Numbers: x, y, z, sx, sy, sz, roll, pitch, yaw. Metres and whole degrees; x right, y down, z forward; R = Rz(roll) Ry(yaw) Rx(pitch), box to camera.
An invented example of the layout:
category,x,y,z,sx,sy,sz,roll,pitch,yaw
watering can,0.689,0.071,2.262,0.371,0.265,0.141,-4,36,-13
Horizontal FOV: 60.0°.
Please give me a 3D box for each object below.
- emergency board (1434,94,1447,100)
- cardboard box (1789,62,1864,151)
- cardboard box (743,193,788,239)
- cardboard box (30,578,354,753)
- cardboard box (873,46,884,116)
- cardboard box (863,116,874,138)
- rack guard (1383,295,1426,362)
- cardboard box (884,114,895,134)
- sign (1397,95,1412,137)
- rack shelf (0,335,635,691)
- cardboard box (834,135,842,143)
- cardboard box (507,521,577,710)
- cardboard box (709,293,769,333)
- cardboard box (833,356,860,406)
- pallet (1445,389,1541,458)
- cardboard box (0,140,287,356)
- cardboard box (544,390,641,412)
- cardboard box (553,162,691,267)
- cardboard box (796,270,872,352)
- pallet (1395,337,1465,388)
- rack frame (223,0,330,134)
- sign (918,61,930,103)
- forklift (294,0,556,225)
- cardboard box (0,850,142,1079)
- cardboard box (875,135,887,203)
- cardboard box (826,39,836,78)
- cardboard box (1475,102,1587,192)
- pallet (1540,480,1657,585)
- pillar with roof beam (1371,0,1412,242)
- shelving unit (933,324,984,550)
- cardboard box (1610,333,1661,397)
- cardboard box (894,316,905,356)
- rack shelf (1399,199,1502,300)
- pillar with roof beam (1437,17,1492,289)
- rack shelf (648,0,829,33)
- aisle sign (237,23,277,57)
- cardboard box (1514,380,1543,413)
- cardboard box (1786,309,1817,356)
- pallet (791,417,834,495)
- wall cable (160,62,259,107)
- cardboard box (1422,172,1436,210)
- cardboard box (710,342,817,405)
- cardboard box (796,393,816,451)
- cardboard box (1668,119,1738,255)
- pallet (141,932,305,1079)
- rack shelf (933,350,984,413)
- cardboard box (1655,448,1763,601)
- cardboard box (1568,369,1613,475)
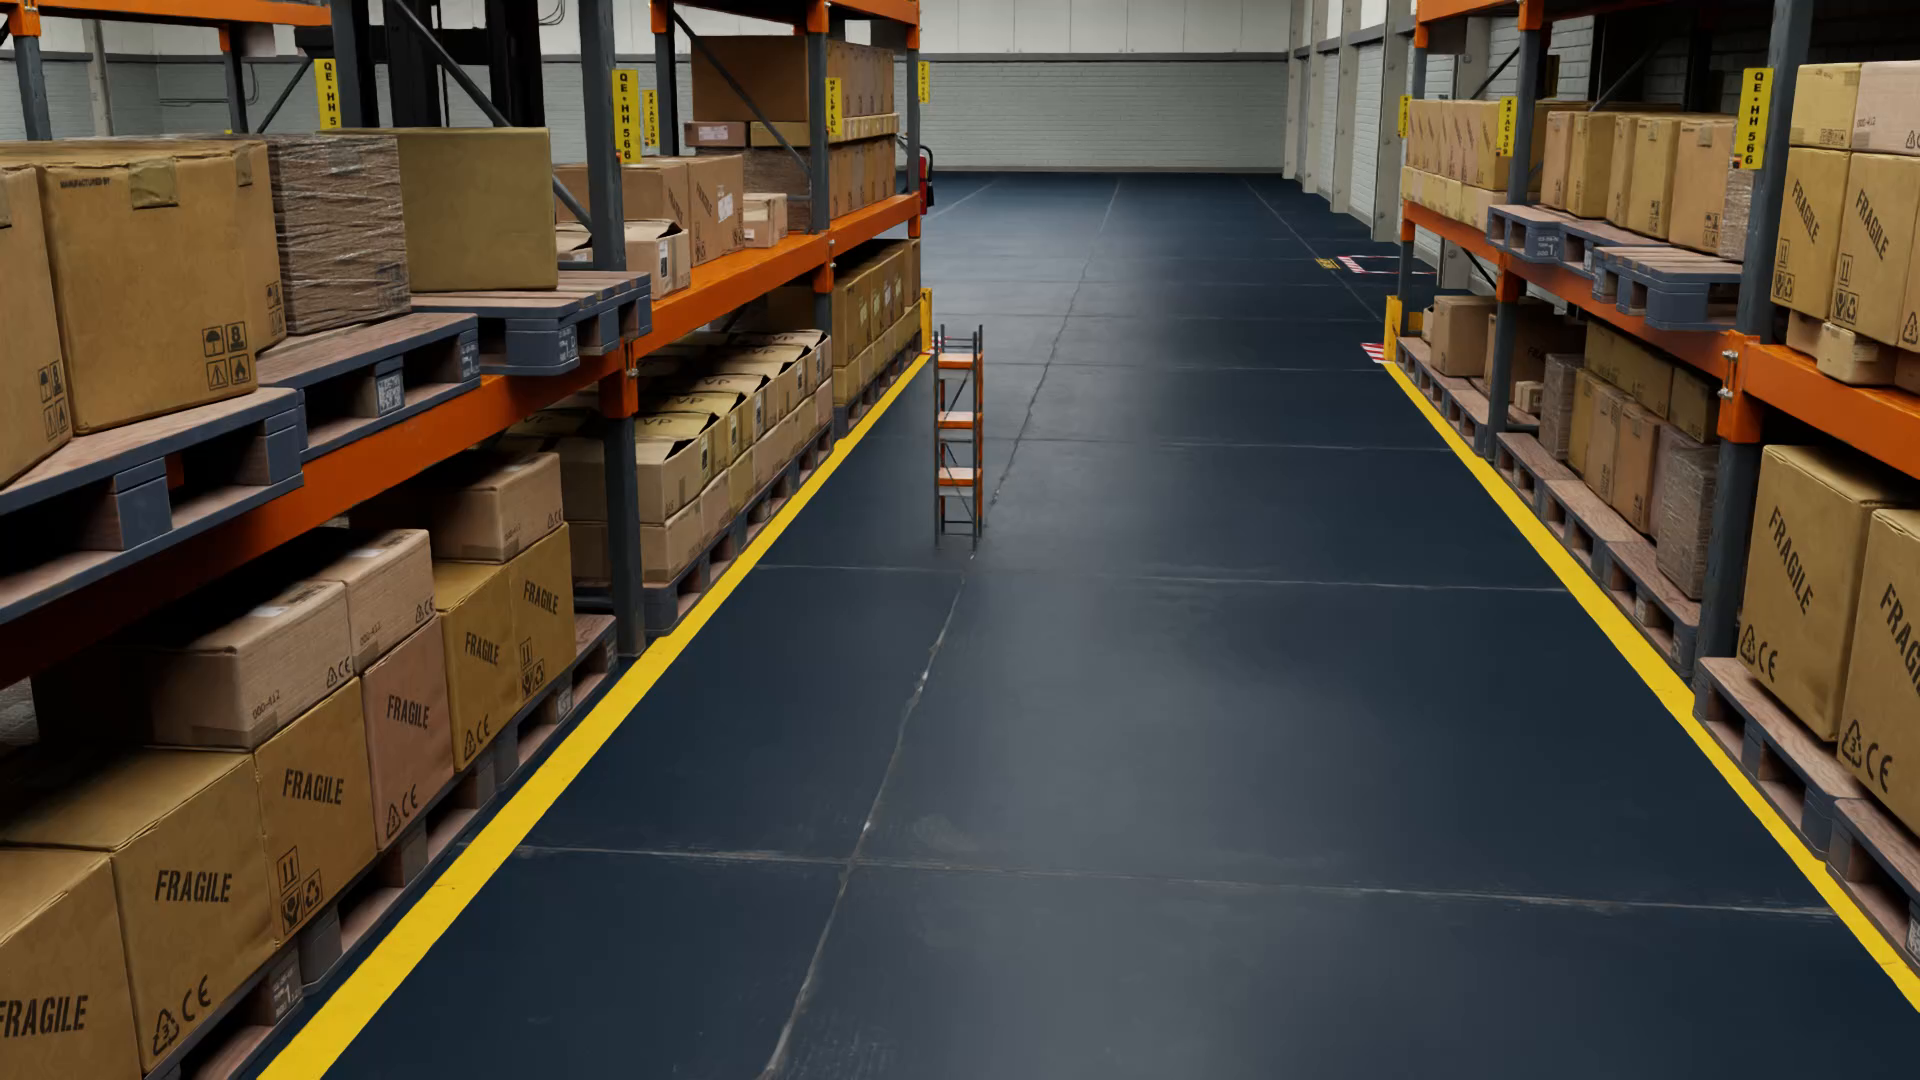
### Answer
category,x,y,z,sx,sy,sz,roll,pitch,yaw
emergency board,5.860,-4.932,20.654,0.194,1.169,0.643,2,15,6
cardboard box,2.872,-1.314,5.038,0.500,0.250,0.500,2,15,8
cardboard box,-1.301,-1.849,9.540,0.500,0.250,0.500,3,15,10
cardboard box,-1.782,0.279,3.892,0.500,0.250,0.500,2,15,6
cardboard box,-0.962,-3.491,12.650,0.700,0.500,0.500,1,15,5
cardboard box,-0.835,-3.008,12.107,0.380,0.149,0.250,2,15,8
rack guard,4.077,-1.716,13.552,1.175,0.500,0.348,2,15,6
cardboard box,-0.719,-3.276,13.098,0.380,0.149,0.250,2,15,8
sign,3.546,-3.377,13.244,0.100,0.325,0.005,2,15,6
rack shelf,-1.965,-0.147,4.337,1.077,0.370,4.000,2,15,6
cardboard box,-0.982,-2.676,10.877,0.380,0.149,0.250,2,15,6
cardboard box,-1.612,0.231,5.507,0.500,0.500,0.500,2,15,8
cardboard box,-1.385,-1.544,11.151,0.500,0.500,0.500,2,15,6
cardboard box,-0.935,-1.037,10.713,0.500,0.250,0.500,2,15,6
pallet,3.675,-0.734,10.474,1.003,0.211,1.213,2,15,6
cardboard box,-2.053,-0.686,3.958,0.700,0.500,0.500,-2,15,-8
cardboard box,-1.813,-0.568,7.904,0.500,0.311,0.500,2,15,6
cardboard box,-1.567,-1.497,7.759,0.500,0.500,0.500,1,15,3
cardboard box,-0.876,-1.529,11.095,0.500,0.500,0.500,2,15,6
pallet,3.950,-1.367,12.814,1.003,0.211,1.213,2,15,6
rack frame,-5.758,-3.235,14.377,1.000,3.000,0.127,2,15,6
sign,-0.299,-3.741,13.580,0.100,0.325,0.005,2,15,6
forklift,-3.347,-2.134,10.440,3.031,2.935,1.130,12,19,38
cardboard box,-1.894,0.901,3.031,0.500,0.500,0.500,1,15,4
cardboard box,-0.957,-2.879,12.871,0.700,0.500,0.500,2,15,8
cardboard box,-1.189,-2.971,10.726,0.700,0.500,0.500,2,15,6
cardboard box,3.380,-2.336,9.868,0.500,0.500,0.500,2,15,6
pallet,3.413,-0.040,7.905,1.003,0.211,1.213,2,15,6
pillar with roof beam,1.943,-8.871,23.728,9.100,9.000,0.400,2,15,6
shelving unit,-0.006,-0.493,7.974,0.215,1.050,0.252,2,15,6
cardboard box,3.466,-0.832,8.003,0.500,0.250,0.500,1,15,5
cardboard box,-0.703,-1.555,12.631,0.500,0.250,0.500,2,15,6
rack shelf,3.860,-2.077,11.474,1.077,0.370,4.000,2,15,6
pillar with roof beam,1.265,-7.315,17.973,9.100,9.000,0.400,2,15,6
rack shelf,-1.514,-2.632,7.782,1.077,0.370,4.000,2,15,6
aisle sign,-6.041,-4.517,14.139,0.394,0.787,0.004,2,15,6
cardboard box,3.665,-0.890,10.290,0.380,0.166,0.250,0,15,-1
cardboard box,2.915,-0.678,5.365,0.380,0.149,0.250,1,15,5
pallet,-1.333,-0.512,9.651,1.003,0.211,1.213,2,15,6
wall cable,-21.401,-13.566,47.043,3.097,2.526,0.112,2,15,6
cardboard box,3.607,-2.496,11.894,0.500,0.250,0.500,1,15,5
cardboard box,-1.102,-0.948,9.309,0.500,0.311,0.500,2,15,8
cardboard box,-1.106,-0.678,9.387,0.500,0.250,0.500,1,15,5
cardboard box,3.262,-1.396,6.545,0.700,0.500,0.500,0,15,1
pallet,-2.137,1.159,3.473,1.003,0.211,1.213,2,15,6
rack shelf,-0.006,-0.757,7.902,0.215,0.259,0.240,2,15,6
cardboard box,3.212,-0.062,6.590,0.700,0.500,0.500,2,15,7
cardboard box,3.559,-0.584,8.522,0.700,0.500,0.500,1,15,5
